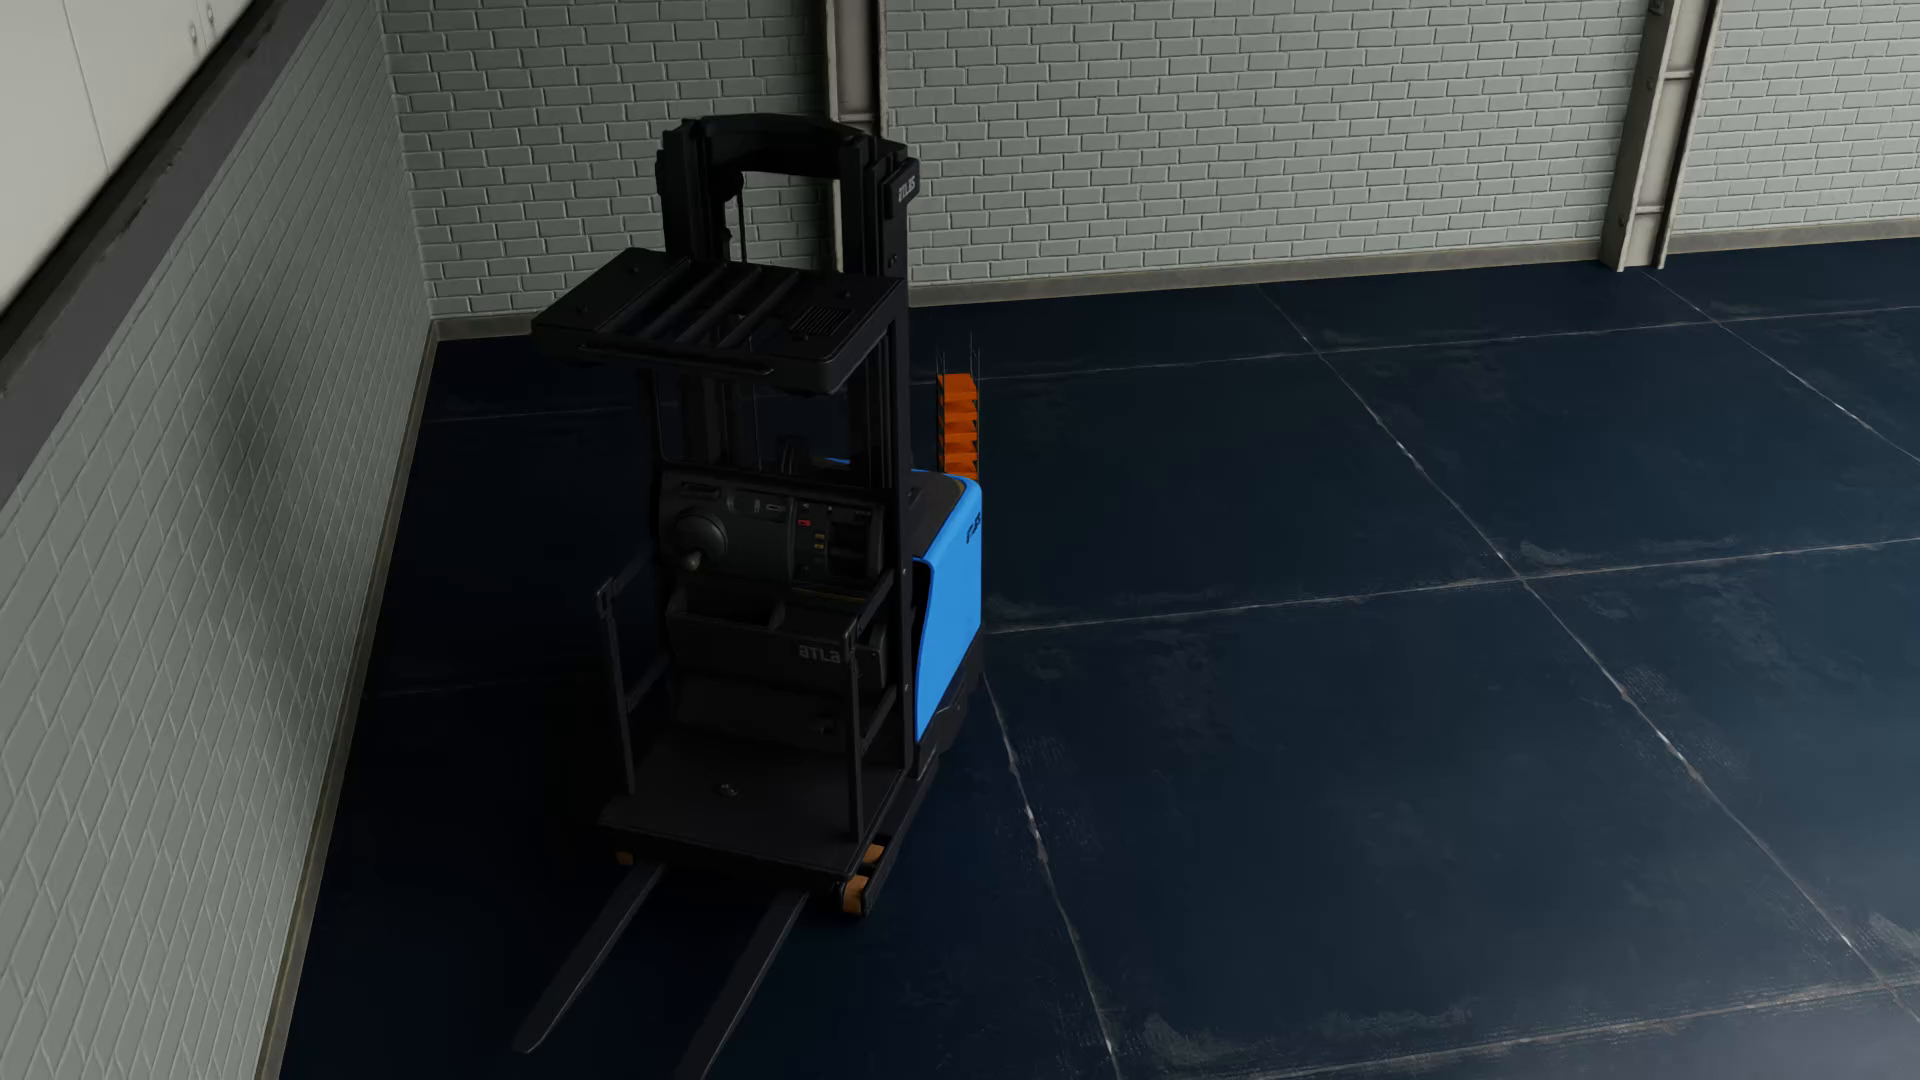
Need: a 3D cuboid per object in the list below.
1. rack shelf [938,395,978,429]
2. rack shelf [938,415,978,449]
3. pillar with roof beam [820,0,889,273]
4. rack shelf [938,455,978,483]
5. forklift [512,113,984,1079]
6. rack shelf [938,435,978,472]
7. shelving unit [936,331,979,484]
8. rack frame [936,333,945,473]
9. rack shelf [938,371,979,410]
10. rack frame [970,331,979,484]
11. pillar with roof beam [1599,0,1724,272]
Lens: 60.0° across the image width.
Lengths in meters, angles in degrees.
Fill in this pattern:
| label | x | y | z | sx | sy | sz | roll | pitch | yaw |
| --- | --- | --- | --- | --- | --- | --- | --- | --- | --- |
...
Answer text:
| label | x | y | z | sx | sy | sz | roll | pitch | yaw |
| --- | --- | --- | --- | --- | --- | --- | --- | --- | --- |
| rack shelf | -0.014 | -0.684 | 8.845 | 0.180 | 0.103 | 0.258 | -5 | 31 | -9 |
| rack shelf | -0.014 | -0.581 | 8.905 | 0.180 | 0.103 | 0.258 | -5 | 31 | -9 |
| pillar with roof beam | 0.075 | -3.336 | 6.045 | 0.400 | 9.000 | 9.100 | -5 | 31 | -9 |
| rack shelf | -0.014 | -0.374 | 9.027 | 0.180 | 0.103 | 0.258 | -5 | 31 | -9 |
| forklift | -0.802 | 0.020 | 6.325 | 1.130 | 2.935 | 3.031 | 9 | 32 | 15 |
| rack shelf | -0.014 | -0.478 | 8.966 | 0.180 | 0.103 | 0.258 | -5 | 31 | -9 |
| shelving unit | -0.014 | -0.516 | 8.944 | 0.189 | 1.200 | 0.258 | -5 | 31 | -9 |
| rack frame | -0.104 | -0.508 | 8.929 | 0.006 | 1.200 | 0.240 | -5 | 31 | -9 |
| rack shelf | -0.014 | -0.788 | 8.784 | 0.180 | 0.103 | 0.258 | -5 | 31 | -9 |
| rack frame | 0.076 | -0.524 | 8.958 | 0.006 | 1.200 | 0.240 | -5 | 31 | -9 |
| pillar with roof beam | 5.976 | -3.883 | 6.976 | 0.400 | 9.000 | 9.100 | -5 | 31 | -9 |
